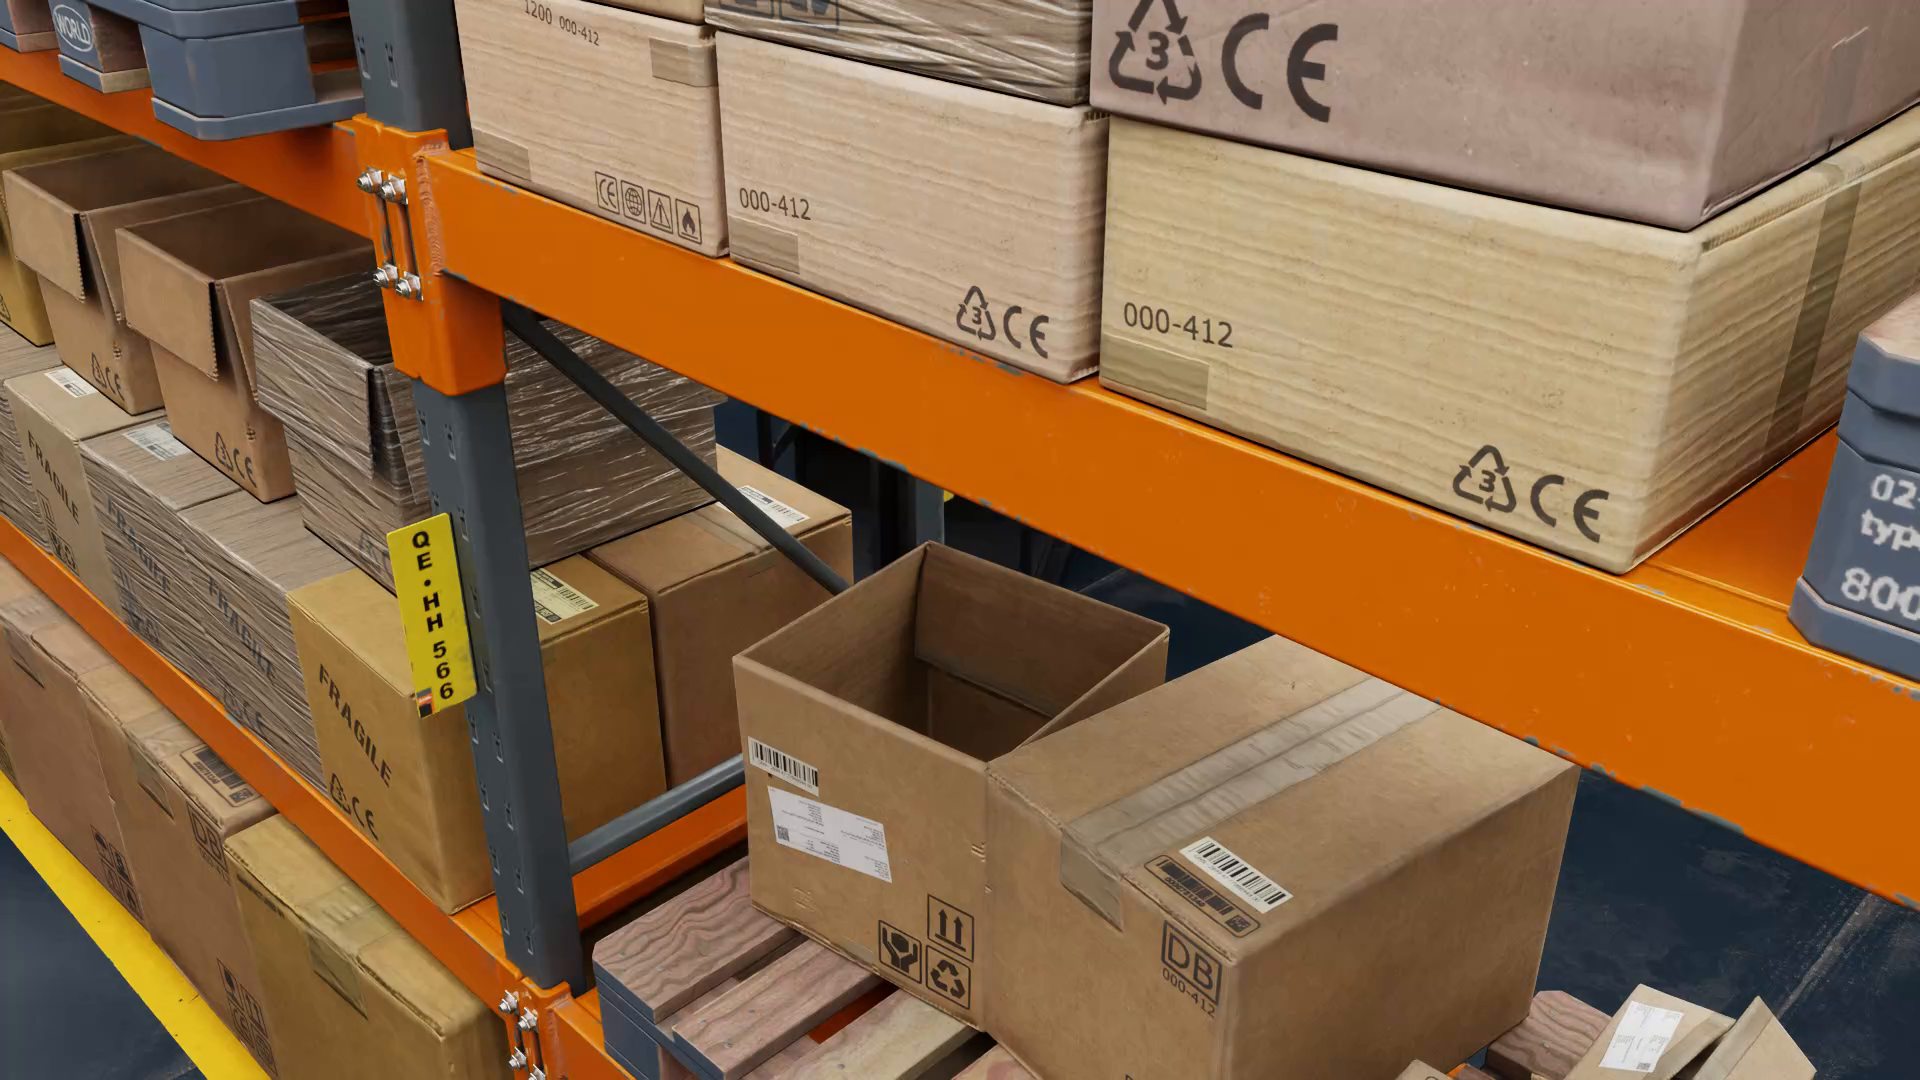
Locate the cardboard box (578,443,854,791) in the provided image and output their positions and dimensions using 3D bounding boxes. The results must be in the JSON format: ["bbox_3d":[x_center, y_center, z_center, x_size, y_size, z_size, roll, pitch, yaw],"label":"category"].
[{"bbox_3d":[-0.578,0.153,3.628,0.500,0.500,0.500,-24,36,-38],"label":"cardboard box"}]

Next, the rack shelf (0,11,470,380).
[{"bbox_3d":[-1.849,-1.215,3.888,4.000,0.370,1.077,25,36,38],"label":"rack shelf"}]

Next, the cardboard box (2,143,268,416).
[{"bbox_3d":[-1.878,-0.716,4.203,0.797,0.503,0.637,-24,36,-38],"label":"cardboard box"}]

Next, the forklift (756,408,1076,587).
[{"bbox_3d":[-0.181,-0.993,5.989,1.130,2.935,3.031,6,28,11],"label":"forklift"}]

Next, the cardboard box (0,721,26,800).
[{"bbox_3d":[-2.804,0.098,5.672,0.875,0.875,1.225,25,36,39],"label":"cardboard box"}]

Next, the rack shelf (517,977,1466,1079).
[{"bbox_3d":[1.004,1.417,2.104,4.000,0.370,1.077,25,36,38],"label":"rack shelf"}]

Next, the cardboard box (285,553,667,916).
[{"bbox_3d":[-0.948,0.323,3.305,0.500,0.500,0.500,-24,36,-38],"label":"cardboard box"}]

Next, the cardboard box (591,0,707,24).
[{"bbox_3d":[-0.268,-0.908,1.886,0.500,0.500,0.500,-25,37,-39],"label":"cardboard box"}]

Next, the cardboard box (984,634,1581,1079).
[{"bbox_3d":[0.459,0.528,2.464,0.700,0.500,0.500,-19,33,-32],"label":"cardboard box"}]

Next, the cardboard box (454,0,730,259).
[{"bbox_3d":[-0.266,-0.577,2.063,0.500,0.250,0.500,-25,36,-38],"label":"cardboard box"}]

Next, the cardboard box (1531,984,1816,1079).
[{"bbox_3d":[0.956,0.774,2.247,0.258,0.266,0.396,23,36,37],"label":"cardboard box"}]

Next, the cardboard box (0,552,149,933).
[{"bbox_3d":[-2.167,0.389,5.119,0.875,0.875,1.225,23,36,37],"label":"cardboard box"}]

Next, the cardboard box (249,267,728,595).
[{"bbox_3d":[-0.932,-0.286,3.385,0.797,0.503,0.637,-24,36,-38],"label":"cardboard box"}]

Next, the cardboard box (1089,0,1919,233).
[{"bbox_3d":[0.455,-0.580,1.262,0.500,0.500,0.500,23,36,37],"label":"cardboard box"}]

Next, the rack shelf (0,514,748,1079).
[{"bbox_3d":[-1.849,0.112,4.587,4.000,0.370,1.077,25,36,38],"label":"rack shelf"}]

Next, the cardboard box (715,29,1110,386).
[{"bbox_3d":[0.100,-0.409,1.744,0.500,0.250,0.500,-24,36,-38],"label":"cardboard box"}]

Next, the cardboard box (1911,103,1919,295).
[{"bbox_3d":[0.808,-0.419,1.762,0.500,0.250,0.500,-24,36,-38],"label":"cardboard box"}]

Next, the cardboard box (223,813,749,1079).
[{"bbox_3d":[-0.900,0.969,4.016,0.875,0.875,1.225,23,35,36],"label":"cardboard box"}]

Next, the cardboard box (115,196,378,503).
[{"bbox_3d":[-1.395,-0.499,3.791,0.797,0.503,0.637,-24,36,-38],"label":"cardboard box"}]

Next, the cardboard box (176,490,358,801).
[{"bbox_3d":[-1.299,0.159,3.618,0.500,0.500,0.500,24,36,38],"label":"cardboard box"}]

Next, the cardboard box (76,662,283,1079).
[{"bbox_3d":[-1.530,0.675,4.574,0.875,0.875,1.225,25,36,39],"label":"cardboard box"}]

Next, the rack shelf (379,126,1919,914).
[{"bbox_3d":[1.004,0.090,1.406,4.000,0.370,1.077,25,36,38],"label":"rack shelf"}]

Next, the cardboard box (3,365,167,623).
[{"bbox_3d":[-2.034,-0.176,4.254,0.500,0.500,0.500,-24,36,-38],"label":"cardboard box"}]

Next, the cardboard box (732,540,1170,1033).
[{"bbox_3d":[-0.009,0.379,2.747,0.500,0.500,0.500,20,33,33],"label":"cardboard box"}]

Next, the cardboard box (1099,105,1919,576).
[{"bbox_3d":[0.473,-0.245,1.431,0.500,0.250,0.500,-24,36,-38],"label":"cardboard box"}]

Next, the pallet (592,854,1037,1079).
[{"bbox_3d":[0.160,0.728,2.848,1.003,0.211,1.213,25,36,38],"label":"pallet"}]

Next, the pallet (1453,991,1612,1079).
[{"bbox_3d":[1.018,1.164,2.020,1.213,0.211,1.003,25,36,38],"label":"pallet"}]

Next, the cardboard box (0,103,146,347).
[{"bbox_3d":[-2.332,-0.914,4.579,0.797,0.503,0.637,-25,37,-39],"label":"cardboard box"}]

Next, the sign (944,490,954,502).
[{"bbox_3d":[-0.049,-0.214,3.275,0.005,0.325,0.100,25,36,38],"label":"sign"}]

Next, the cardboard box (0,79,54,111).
[{"bbox_3d":[-2.813,-1.141,5.012,0.637,0.503,0.797,23,36,37],"label":"cardboard box"}]

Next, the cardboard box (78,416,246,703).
[{"bbox_3d":[-1.672,-0.010,3.938,0.500,0.500,0.500,23,36,37],"label":"cardboard box"}]

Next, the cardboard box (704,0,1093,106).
[{"bbox_3d":[0.091,-0.741,1.569,0.500,0.500,0.500,25,37,39],"label":"cardboard box"}]

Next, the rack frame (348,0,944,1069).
[{"bbox_3d":[-0.420,0.445,3.180,0.053,2.616,0.949,25,36,38],"label":"rack frame"}]

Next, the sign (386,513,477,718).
[{"bbox_3d":[-0.809,0.119,2.556,0.005,0.325,0.100,25,36,38],"label":"sign"}]

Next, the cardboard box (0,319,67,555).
[{"bbox_3d":[-2.406,-0.343,4.572,0.500,0.500,0.500,24,36,37],"label":"cardboard box"}]

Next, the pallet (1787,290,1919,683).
[{"bbox_3d":[1.323,-0.067,1.133,1.003,0.211,1.213,25,36,38],"label":"pallet"}]

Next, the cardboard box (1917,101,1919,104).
[{"bbox_3d":[0.809,-0.744,1.574,0.500,0.500,0.500,-25,36,-38],"label":"cardboard box"}]

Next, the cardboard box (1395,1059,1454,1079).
[{"bbox_3d":[0.611,0.950,1.930,0.500,0.250,0.500,23,36,37],"label":"cardboard box"}]

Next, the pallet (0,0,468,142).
[{"bbox_3d":[-0.919,-0.990,2.890,1.213,0.211,1.003,-23,36,-37],"label":"pallet"}]
